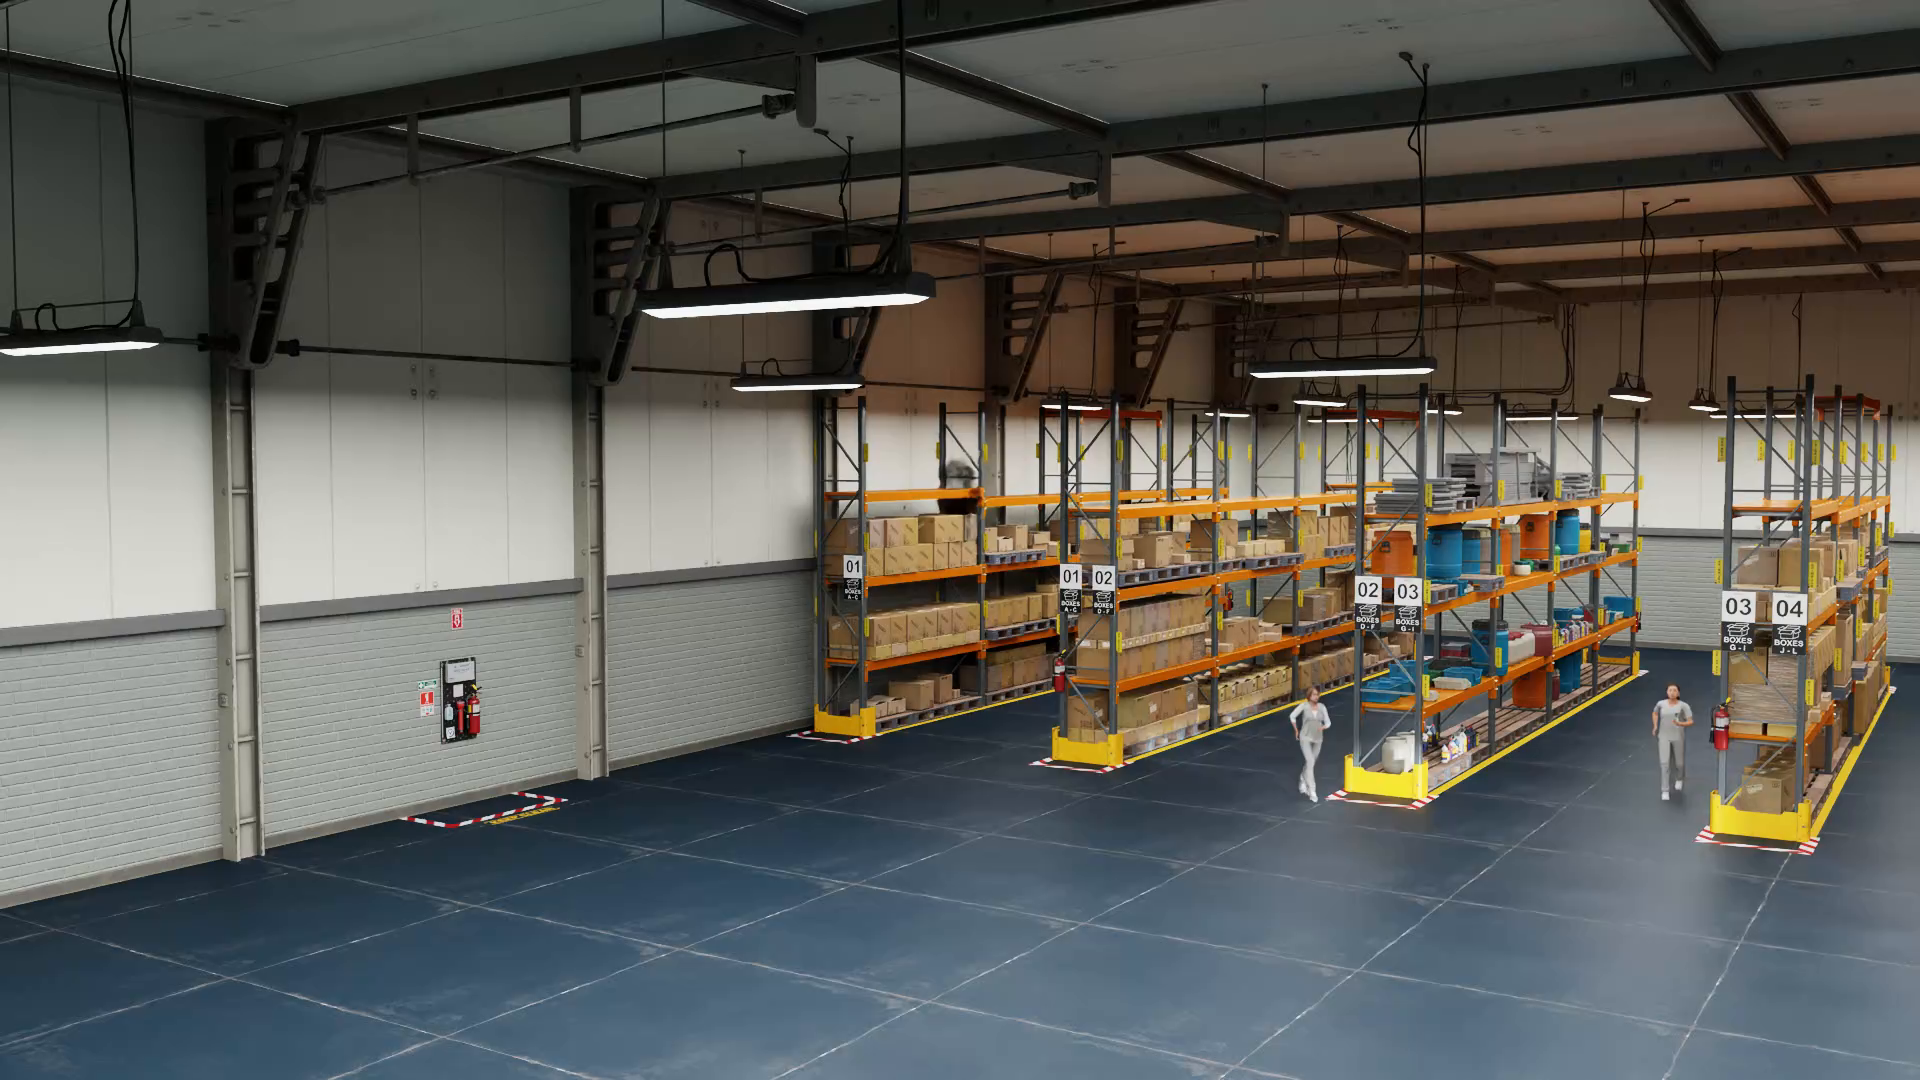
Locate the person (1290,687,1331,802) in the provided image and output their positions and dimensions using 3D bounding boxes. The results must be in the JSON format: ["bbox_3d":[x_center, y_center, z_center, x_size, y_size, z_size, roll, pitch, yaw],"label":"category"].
[{"bbox_3d":[5.094,2.926,24.063,0.532,1.580,0.751,-1,3,-10],"label":"person"}]

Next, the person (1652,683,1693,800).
[{"bbox_3d":[10.308,2.886,24.078,0.571,1.647,0.960,2,3,29],"label":"person"}]
